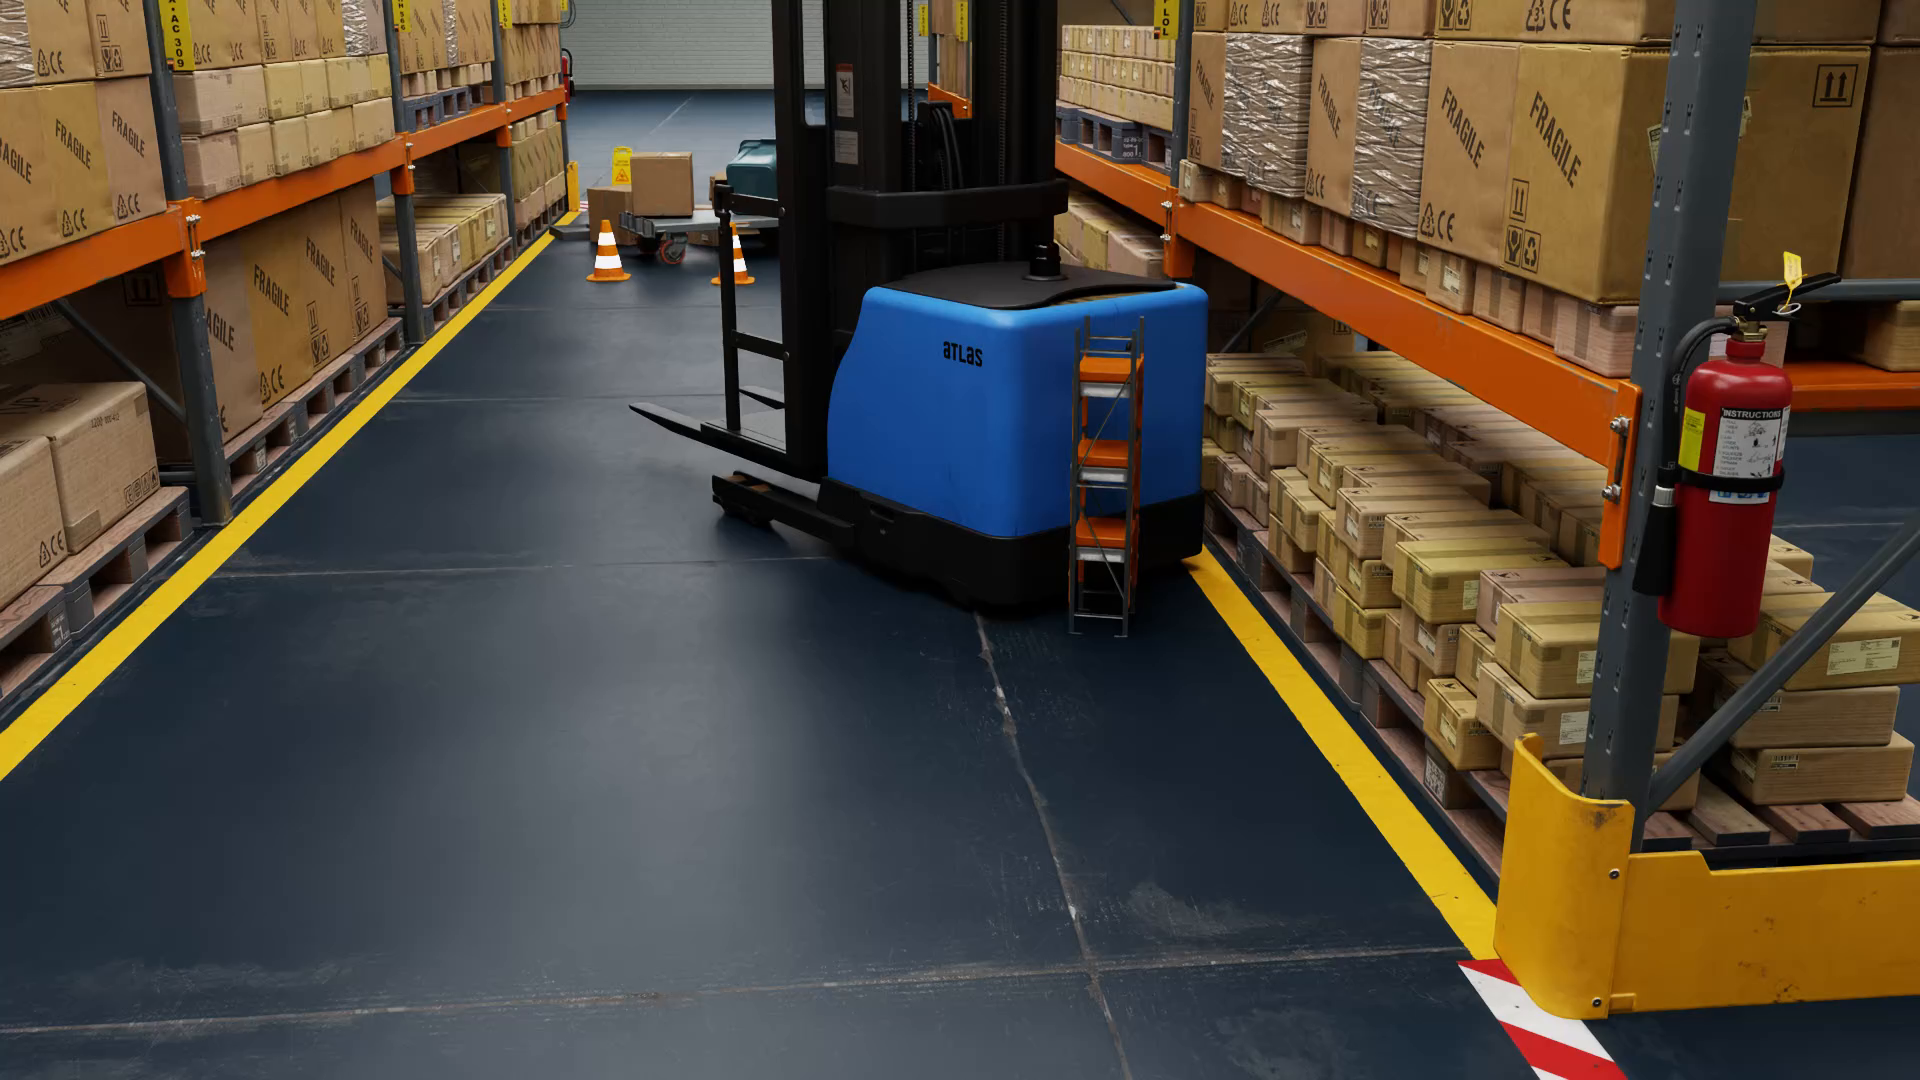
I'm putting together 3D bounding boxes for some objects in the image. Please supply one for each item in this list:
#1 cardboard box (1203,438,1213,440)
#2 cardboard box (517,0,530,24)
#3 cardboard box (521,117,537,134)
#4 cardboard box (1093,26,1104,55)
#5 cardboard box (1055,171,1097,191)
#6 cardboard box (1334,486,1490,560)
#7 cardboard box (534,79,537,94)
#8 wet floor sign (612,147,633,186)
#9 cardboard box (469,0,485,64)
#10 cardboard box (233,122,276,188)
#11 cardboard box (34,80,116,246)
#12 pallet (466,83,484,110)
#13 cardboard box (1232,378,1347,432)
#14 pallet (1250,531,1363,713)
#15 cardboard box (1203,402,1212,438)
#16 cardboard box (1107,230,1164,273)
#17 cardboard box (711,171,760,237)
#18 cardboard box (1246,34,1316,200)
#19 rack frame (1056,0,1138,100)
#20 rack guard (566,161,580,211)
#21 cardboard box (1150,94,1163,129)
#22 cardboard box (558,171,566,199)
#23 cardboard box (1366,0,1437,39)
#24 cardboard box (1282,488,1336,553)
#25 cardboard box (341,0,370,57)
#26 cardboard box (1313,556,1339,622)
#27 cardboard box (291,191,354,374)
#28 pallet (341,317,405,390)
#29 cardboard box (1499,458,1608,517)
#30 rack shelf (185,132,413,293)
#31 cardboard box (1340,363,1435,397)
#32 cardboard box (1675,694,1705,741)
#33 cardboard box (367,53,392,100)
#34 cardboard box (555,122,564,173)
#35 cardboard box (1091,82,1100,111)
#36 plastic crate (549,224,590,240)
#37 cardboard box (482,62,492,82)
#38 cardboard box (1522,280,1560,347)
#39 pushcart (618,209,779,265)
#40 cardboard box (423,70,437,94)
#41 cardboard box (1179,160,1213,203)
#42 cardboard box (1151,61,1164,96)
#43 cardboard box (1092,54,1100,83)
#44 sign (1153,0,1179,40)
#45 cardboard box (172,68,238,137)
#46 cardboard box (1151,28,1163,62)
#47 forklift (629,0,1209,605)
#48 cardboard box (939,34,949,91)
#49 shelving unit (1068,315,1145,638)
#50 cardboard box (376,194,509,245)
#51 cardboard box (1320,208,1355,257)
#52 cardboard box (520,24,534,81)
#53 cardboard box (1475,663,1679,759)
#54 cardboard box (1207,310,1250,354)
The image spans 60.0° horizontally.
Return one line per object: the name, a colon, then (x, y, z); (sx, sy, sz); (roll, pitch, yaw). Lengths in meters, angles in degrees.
cardboard box: (1.109, -0.385, 6.955); (0.380, 0.149, 0.250); (-3, 18, -8)
cardboard box: (-4.208, -4.821, 14.693); (0.700, 0.500, 0.500); (-2, 18, -5)
cardboard box: (-4.179, -3.876, 15.570); (0.380, 0.149, 0.250); (-1, 17, -2)
cardboard box: (0.941, -2.763, 9.196); (0.380, 0.149, 0.250); (-1, 17, -3)
cardboard box: (1.005, -2.166, 11.625); (1.050, 0.750, 0.750); (-2, 18, -6)
cardboard box: (1.328, -0.053, 4.903); (0.380, 0.149, 0.250); (-1, 17, -4)
cardboard box: (-4.238, -4.303, 15.796); (0.380, 0.149, 0.250); (-2, 18, -6)
wet floor sign: (-3.716, -4.022, 18.411); (0.267, 0.644, 0.232); (4, 18, 13)
cardboard box: (-4.019, -3.976, 12.968); (0.500, 0.500, 0.500); (-2, 18, -5)
cardboard box: (-3.360, -1.702, 7.342); (0.500, 0.250, 0.500); (-2, 18, -7)
cardboard box: (-3.162, -1.245, 5.467); (0.500, 0.500, 0.500); (-2, 18, -7)
pallet: (-4.414, -3.540, 13.266); (1.003, 0.211, 1.213); (-2, 18, -6)
cardboard box: (1.265, -0.521, 6.393); (0.380, 0.149, 0.250); (-2, 18, -6)
pallet: (1.624, 0.230, 5.591); (1.003, 0.211, 1.213); (-2, 18, -6)
cardboard box: (1.110, -0.528, 6.912); (0.380, 0.149, 0.250); (-1, 17, -3)
cardboard box: (1.023, -1.397, 8.338); (0.500, 0.250, 0.500); (-1, 17, -3)
cardboard box: (-1.956, -3.206, 15.822); (0.797, 0.637, 0.503); (-2, 18, -6)
cardboard box: (1.265, -1.399, 5.463); (0.500, 0.500, 0.500); (-2, 18, -7)
rack frame: (0.978, -2.855, 10.764); (1.000, 3.000, 0.127); (-2, 18, -6)
rack guard: (-4.752, -3.840, 18.075); (1.175, 0.500, 0.348); (-2, 18, -6)
cardboard box: (1.102, -2.008, 7.783); (0.380, 0.149, 0.250); (-2, 18, -6)
cardboard box: (-4.407, -3.704, 17.358); (0.500, 0.250, 0.500); (-2, 18, -6)
cardboard box: (1.394, -1.573, 4.346); (0.500, 0.500, 0.500); (-1, 17, -3)
cardboard box: (1.279, -0.069, 5.451); (0.380, 0.149, 0.250); (-2, 18, -5)
cardboard box: (-3.561, -2.898, 9.065); (0.500, 0.500, 0.500); (-1, 17, -5)
cardboard box: (1.337, 0.154, 5.238); (0.380, 0.149, 0.250); (-1, 17, -5)
cardboard box: (-3.859, -1.385, 8.926); (0.875, 0.875, 0.875); (-2, 17, -5)
pallet: (-3.929, -1.105, 9.843); (1.003, 0.211, 1.213); (-2, 18, -6)
cardboard box: (1.932, -0.154, 5.224); (0.380, 0.149, 0.250); (-2, 17, -5)
rack shelf: (-3.729, -1.733, 8.391); (1.077, 0.370, 4.000); (-2, 18, -6)
cardboard box: (1.752, -0.615, 6.692); (0.380, 0.149, 0.250); (-2, 17, -5)
cardboard box: (1.959, 0.447, 4.305); (0.380, 0.149, 0.250); (-2, 18, -6)
cardboard box: (-3.632, -2.703, 9.694); (0.500, 0.250, 0.500); (-2, 18, -6)
cardboard box: (-4.418, -4.071, 17.275); (0.500, 0.500, 0.500); (-2, 18, -5)
cardboard box: (0.938, -2.476, 9.275); (0.380, 0.149, 0.250); (-1, 17, -4)
plastic crate: (-3.694, -2.964, 15.985); (0.402, 0.080, 0.583); (-8, 19, -25)
cardboard box: (-4.020, -3.800, 13.490); (0.380, 0.149, 0.250); (-2, 17, -5)
cardboard box: (1.500, -0.516, 3.731); (0.380, 0.149, 0.250); (-2, 18, -6)
pushcart: (-2.085, -2.698, 14.641); (1.648, 0.377, 0.936); (-8, 19, -25)
cardboard box: (-3.770, -3.106, 11.281); (0.380, 0.149, 0.250); (-2, 18, -5)
cardboard box: (1.094, -1.449, 6.704); (0.380, 0.149, 0.250); (-1, 17, -4)
cardboard box: (1.102, -2.151, 7.742); (0.380, 0.149, 0.250); (-1, 17, -3)
cardboard box: (0.940, -2.618, 9.229); (0.380, 0.149, 0.250); (-2, 18, -6)
sign: (0.839, -2.198, 6.736); (0.100, 0.325, 0.005); (-2, 18, -6)
cardboard box: (-3.287, -1.787, 6.778); (0.500, 0.250, 0.500); (-2, 18, -7)
cardboard box: (1.102, -2.298, 7.715); (0.380, 0.149, 0.250); (-2, 18, -7)
forklift: (-0.392, -1.545, 6.706); (1.130, 2.935, 3.031); (-13, 22, -37)
cardboard box: (0.248, -4.867, 16.922); (0.875, 0.550, 0.550); (-2, 18, -6)
shelving unit: (0.493, -0.211, 5.597); (0.215, 1.050, 0.252); (4, 18, 11)
cardboard box: (-4.291, -2.654, 13.810); (0.950, 0.372, 0.625); (-2, 17, -5)
cardboard box: (1.352, -0.980, 5.210); (0.380, 0.149, 0.250); (-1, 17, -4)
cardboard box: (-4.230, -4.492, 15.314); (0.500, 0.500, 0.500); (-2, 18, -6)
cardboard box: (1.465, 0.398, 3.964); (0.380, 0.149, 0.250); (-2, 18, -7)
cardboard box: (1.064, -0.884, 7.957); (0.500, 0.500, 0.500); (-2, 18, -7)
